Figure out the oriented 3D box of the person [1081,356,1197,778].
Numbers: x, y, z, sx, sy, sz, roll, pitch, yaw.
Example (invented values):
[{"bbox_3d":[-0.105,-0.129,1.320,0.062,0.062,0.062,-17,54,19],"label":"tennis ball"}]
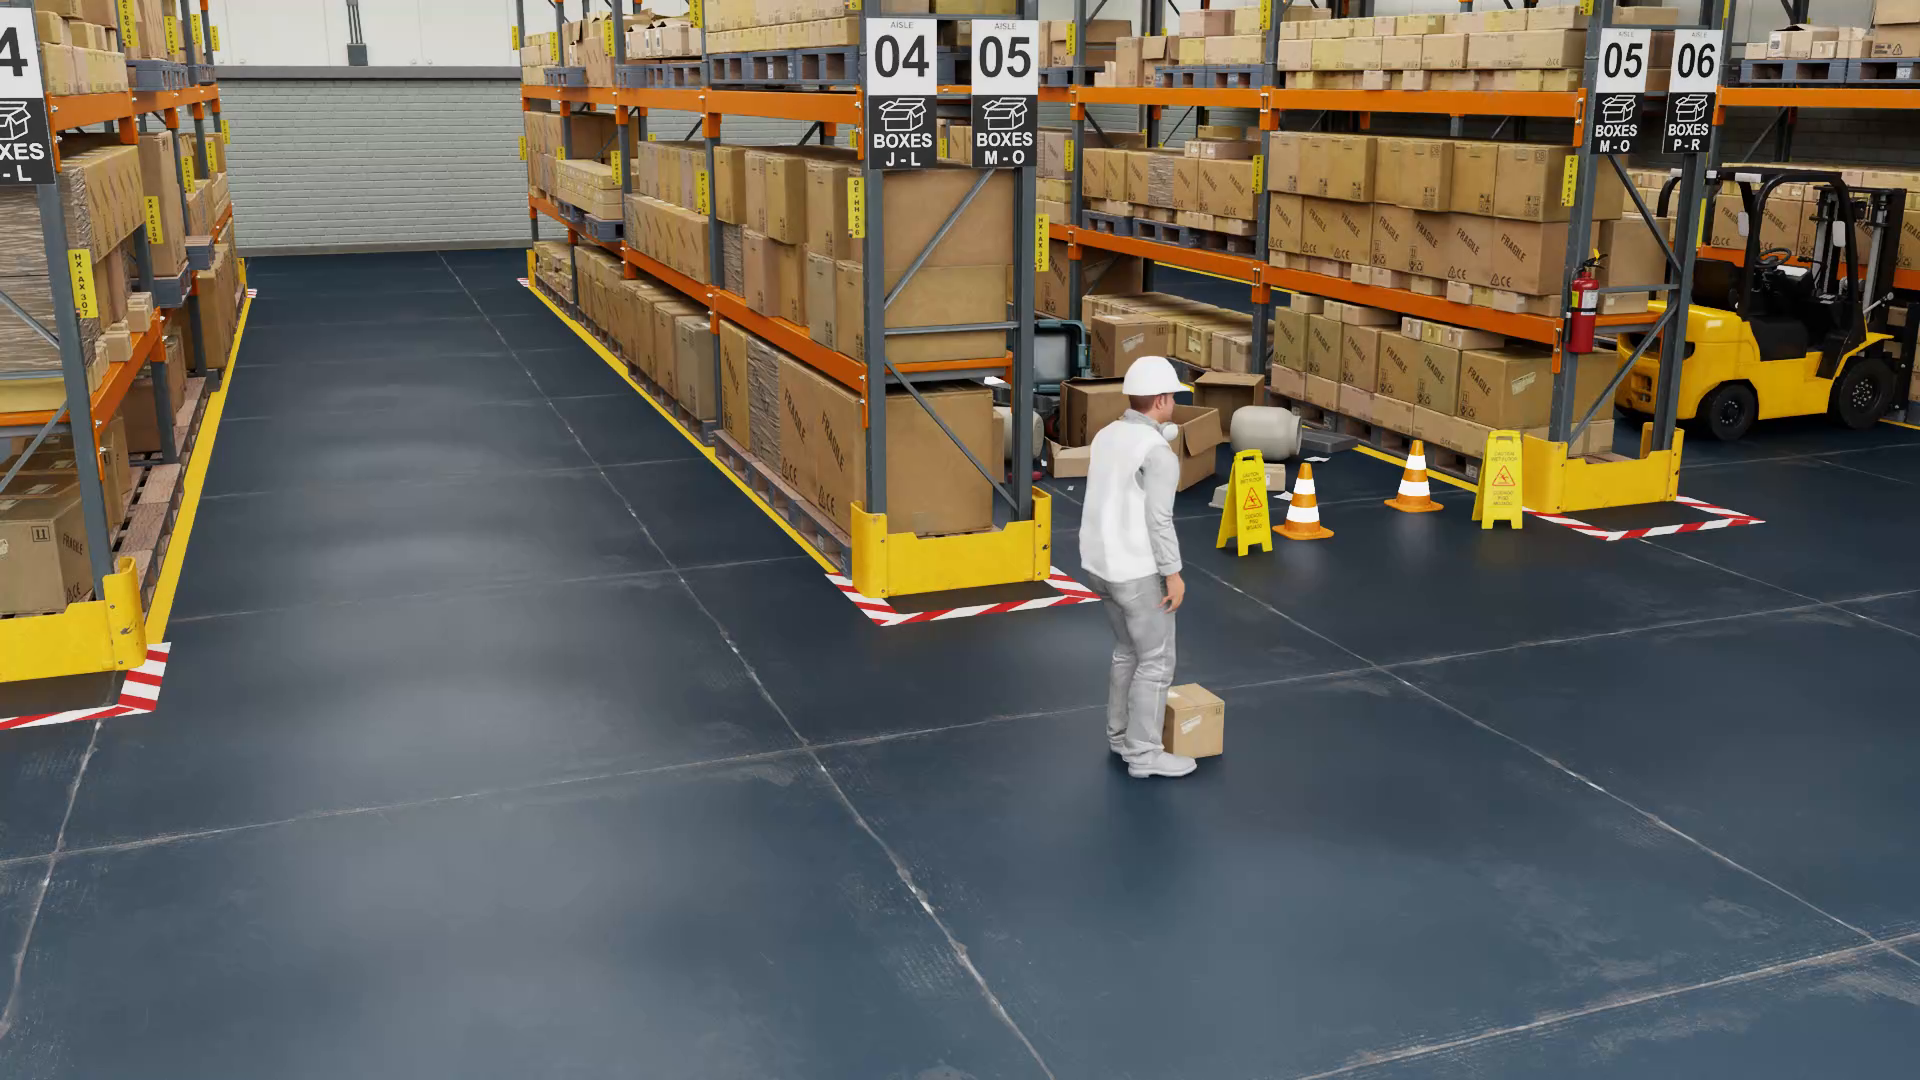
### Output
[{"bbox_3d":[0.762,0.101,7.109,0.465,1.772,0.590,-7,17,-22],"label":"person"}]
